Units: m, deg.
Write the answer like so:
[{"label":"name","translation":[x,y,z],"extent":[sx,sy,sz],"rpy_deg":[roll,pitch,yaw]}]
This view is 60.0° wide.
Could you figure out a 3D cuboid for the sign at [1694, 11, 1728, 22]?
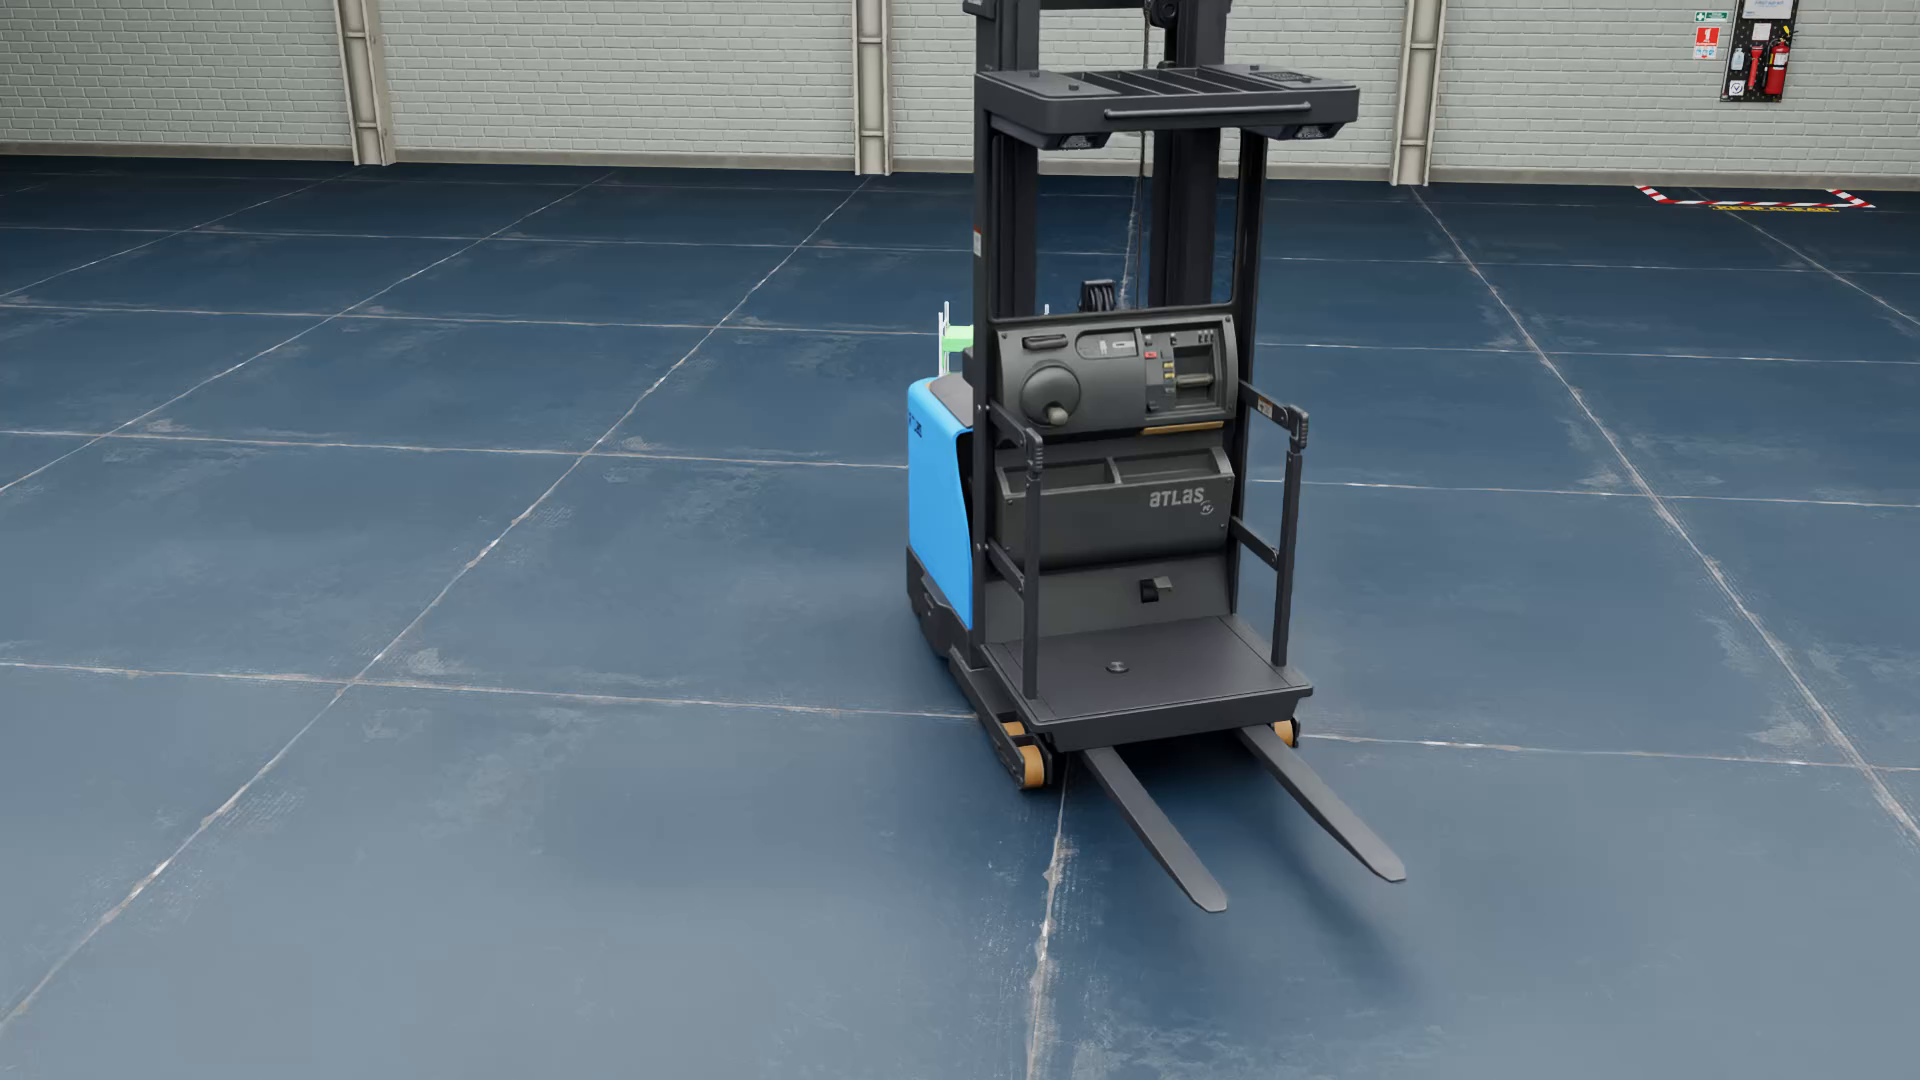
[{"label":"sign","translation":[7.949,-5.536,17.592],"extent":[0.331,0.109,0.001],"rpy_deg":[2,22,6]}]

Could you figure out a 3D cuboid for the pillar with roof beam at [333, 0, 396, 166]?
[{"label":"pillar with roof beam","translation":[-7.450,-7.091,14.135],"extent":[0.400,9.000,9.100],"rpy_deg":[2,22,6]}]

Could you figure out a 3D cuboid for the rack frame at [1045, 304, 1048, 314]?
[{"label":"rack frame","translation":[0.407,-0.540,8.174],"extent":[0.015,1.200,0.240],"rpy_deg":[2,22,6]}]

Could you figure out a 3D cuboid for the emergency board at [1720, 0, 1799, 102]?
[{"label":"emergency board","translation":[8.482,-5.214,17.549],"extent":[0.643,1.169,0.194],"rpy_deg":[2,22,6]}]

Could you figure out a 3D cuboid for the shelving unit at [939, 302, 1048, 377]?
[{"label":"shelving unit","translation":[0.164,-0.551,8.201],"extent":[0.503,1.200,0.258],"rpy_deg":[2,22,6]}]

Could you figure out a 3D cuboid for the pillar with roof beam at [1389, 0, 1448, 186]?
[{"label":"pillar with roof beam","translation":[4.467,-6.571,12.822],"extent":[0.400,9.000,9.100],"rpy_deg":[2,22,6]}]

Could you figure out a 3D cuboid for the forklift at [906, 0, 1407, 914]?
[{"label":"forklift","translation":[0.653,-0.605,5.982],"extent":[1.130,2.935,3.031],"rpy_deg":[-6,22,-15]}]

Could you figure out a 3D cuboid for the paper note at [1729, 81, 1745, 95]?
[{"label":"paper note","translation":[8.314,-4.838,17.794],"extent":[0.142,0.148,0.016],"rpy_deg":[2,22,6]}]

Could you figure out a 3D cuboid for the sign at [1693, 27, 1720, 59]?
[{"label":"sign","translation":[7.945,-5.293,17.699],"extent":[0.234,0.329,0.001],"rpy_deg":[2,22,6]}]

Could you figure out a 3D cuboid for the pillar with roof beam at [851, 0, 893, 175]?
[{"label":"pillar with roof beam","translation":[-1.492,-6.831,13.478],"extent":[0.400,9.000,9.100],"rpy_deg":[2,22,6]}]

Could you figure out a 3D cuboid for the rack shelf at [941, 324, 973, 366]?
[{"label":"rack shelf","translation":[0.164,-0.938,8.048],"extent":[0.480,0.148,0.258],"rpy_deg":[2,22,6]}]

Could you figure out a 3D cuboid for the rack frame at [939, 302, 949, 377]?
[{"label":"rack frame","translation":[-0.078,-0.561,8.228],"extent":[0.015,1.200,0.240],"rpy_deg":[2,22,6]}]

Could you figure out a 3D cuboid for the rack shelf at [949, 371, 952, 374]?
[{"label":"rack shelf","translation":[0.164,-0.715,8.136],"extent":[0.480,0.148,0.258],"rpy_deg":[2,22,6]}]
